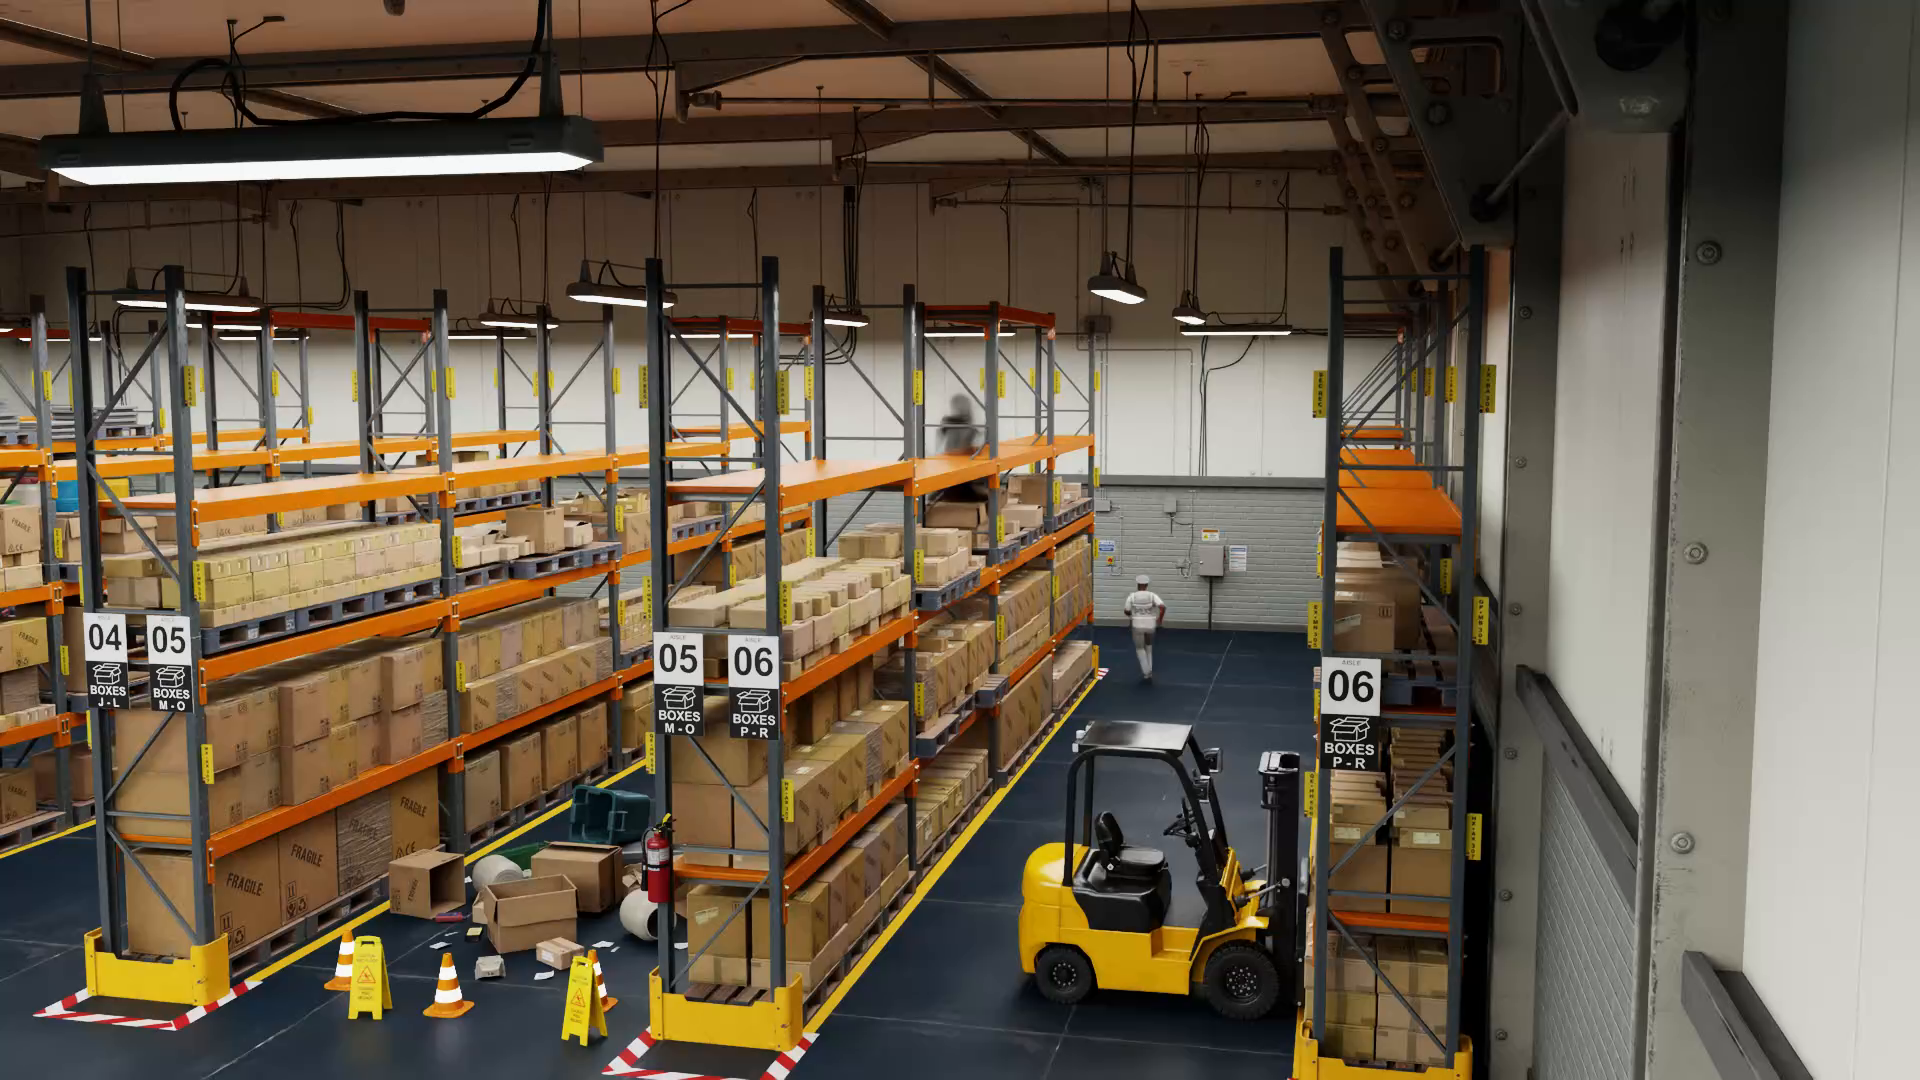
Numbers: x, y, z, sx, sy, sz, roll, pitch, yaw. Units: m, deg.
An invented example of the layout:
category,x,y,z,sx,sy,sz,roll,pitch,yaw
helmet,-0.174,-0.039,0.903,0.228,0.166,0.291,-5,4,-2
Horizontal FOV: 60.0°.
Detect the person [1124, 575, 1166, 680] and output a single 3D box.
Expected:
category,x,y,z,sx,sy,sz,roll,pitch,yaw
person,3.059,1.483,27.794,0.629,1.818,0.672,-1,6,-8
